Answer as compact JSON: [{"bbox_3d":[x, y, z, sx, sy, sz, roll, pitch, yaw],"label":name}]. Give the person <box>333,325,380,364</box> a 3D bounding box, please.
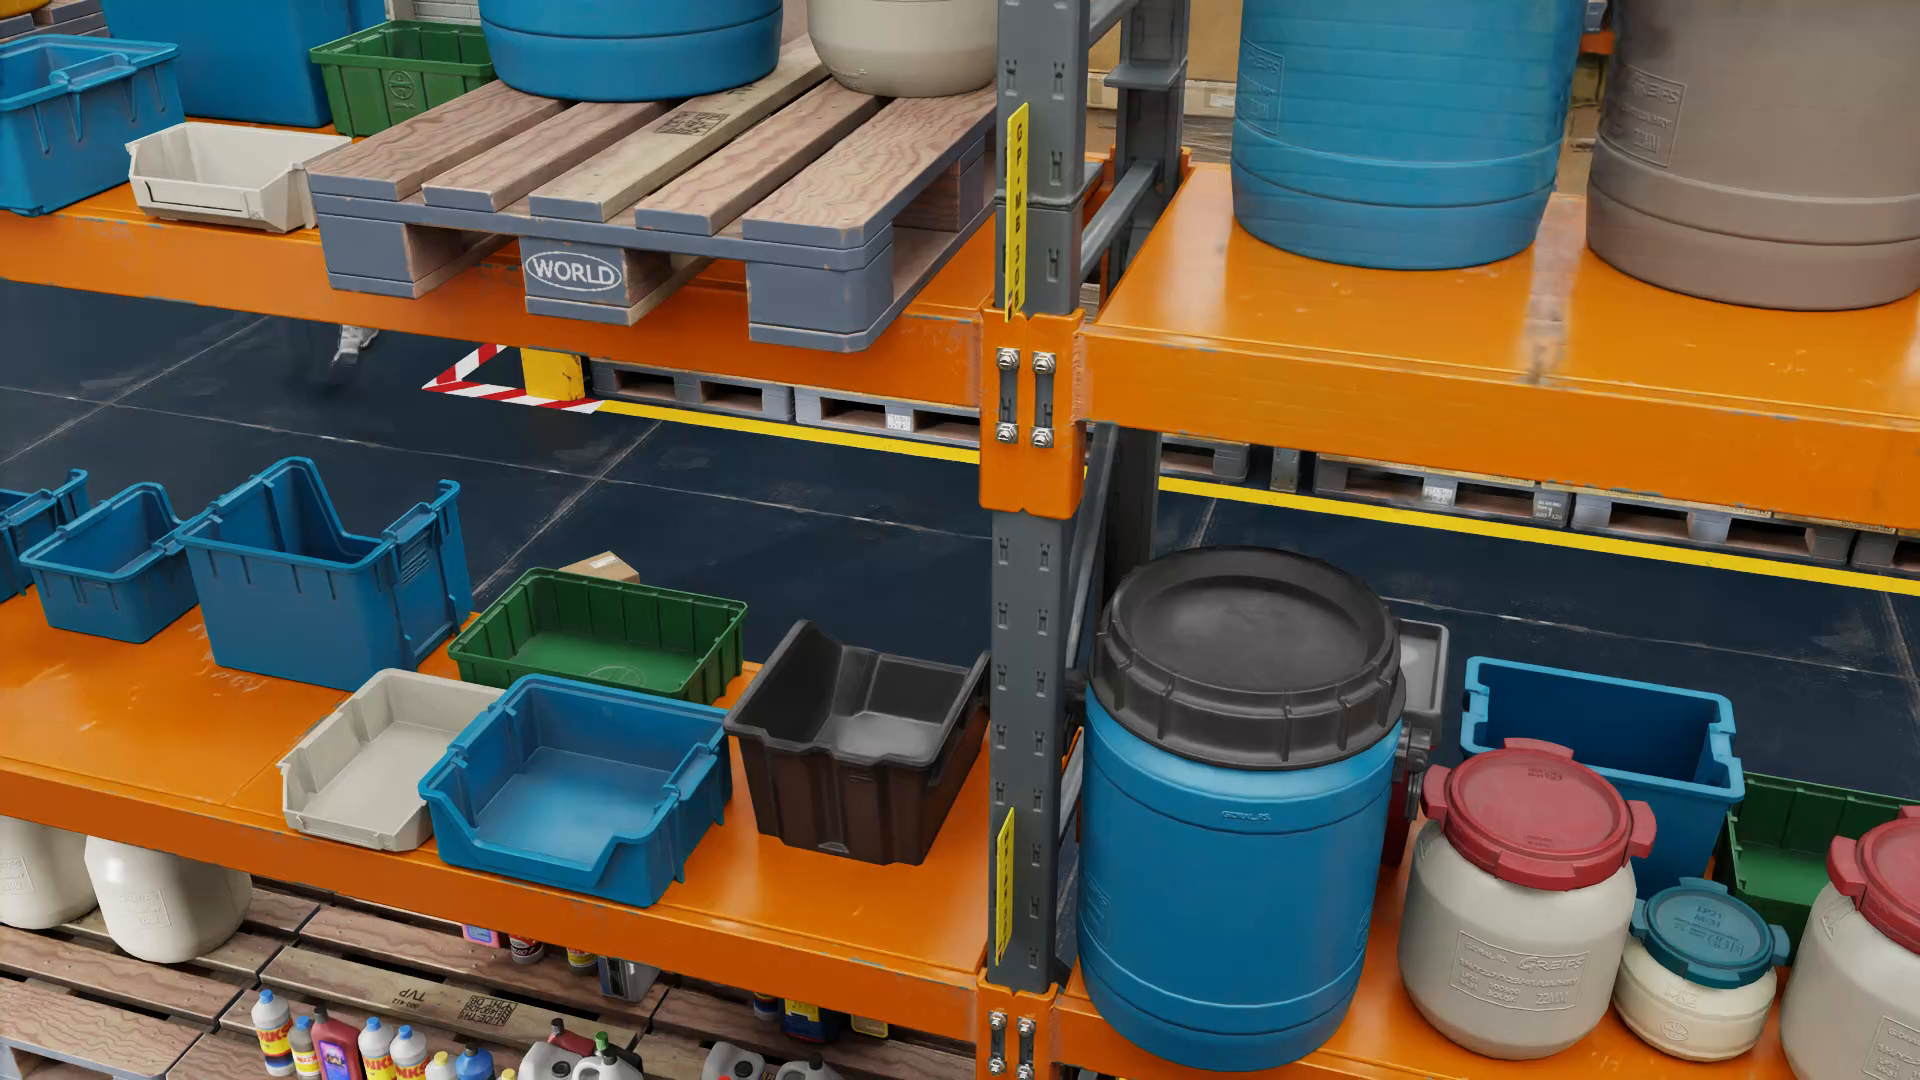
[{"bbox_3d":[-3.461,-1.765,9.261,0.519,1.627,0.825,1,29,2],"label":"person"}]
